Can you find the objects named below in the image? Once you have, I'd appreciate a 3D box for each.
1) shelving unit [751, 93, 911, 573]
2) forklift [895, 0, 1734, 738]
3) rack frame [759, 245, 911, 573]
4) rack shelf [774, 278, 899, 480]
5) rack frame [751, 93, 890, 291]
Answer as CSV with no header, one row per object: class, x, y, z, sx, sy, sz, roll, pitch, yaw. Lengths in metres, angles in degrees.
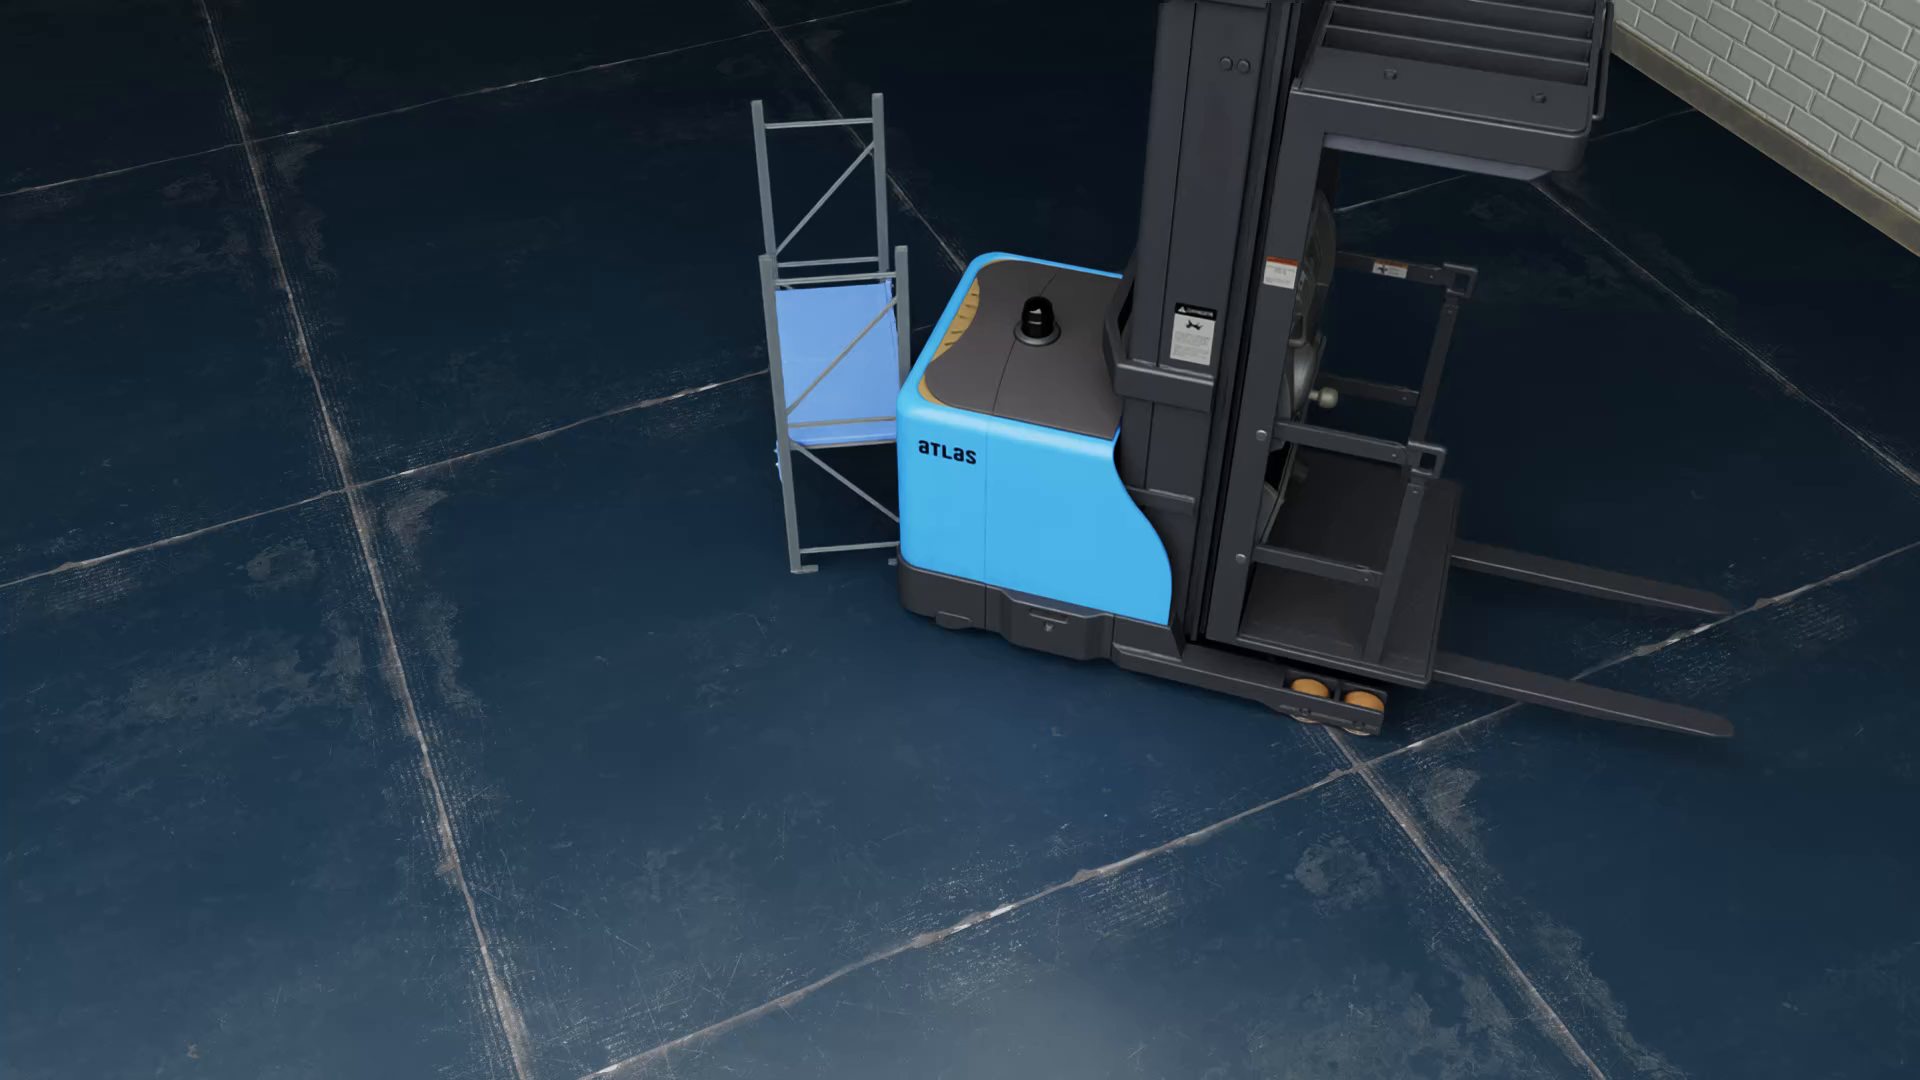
shelving unit,-0.484,-0.786,6.479,0.538,1.500,1.048,-5,45,-5
forklift,1.336,-0.756,5.430,3.031,2.935,1.130,13,46,13
rack frame,-0.426,-0.432,6.120,0.500,1.500,0.032,-5,45,-5
rack shelf,-0.484,-0.658,6.606,0.538,0.185,1.000,-5,45,-5
rack frame,-0.542,-1.141,6.839,0.500,1.500,0.032,-5,45,-5
